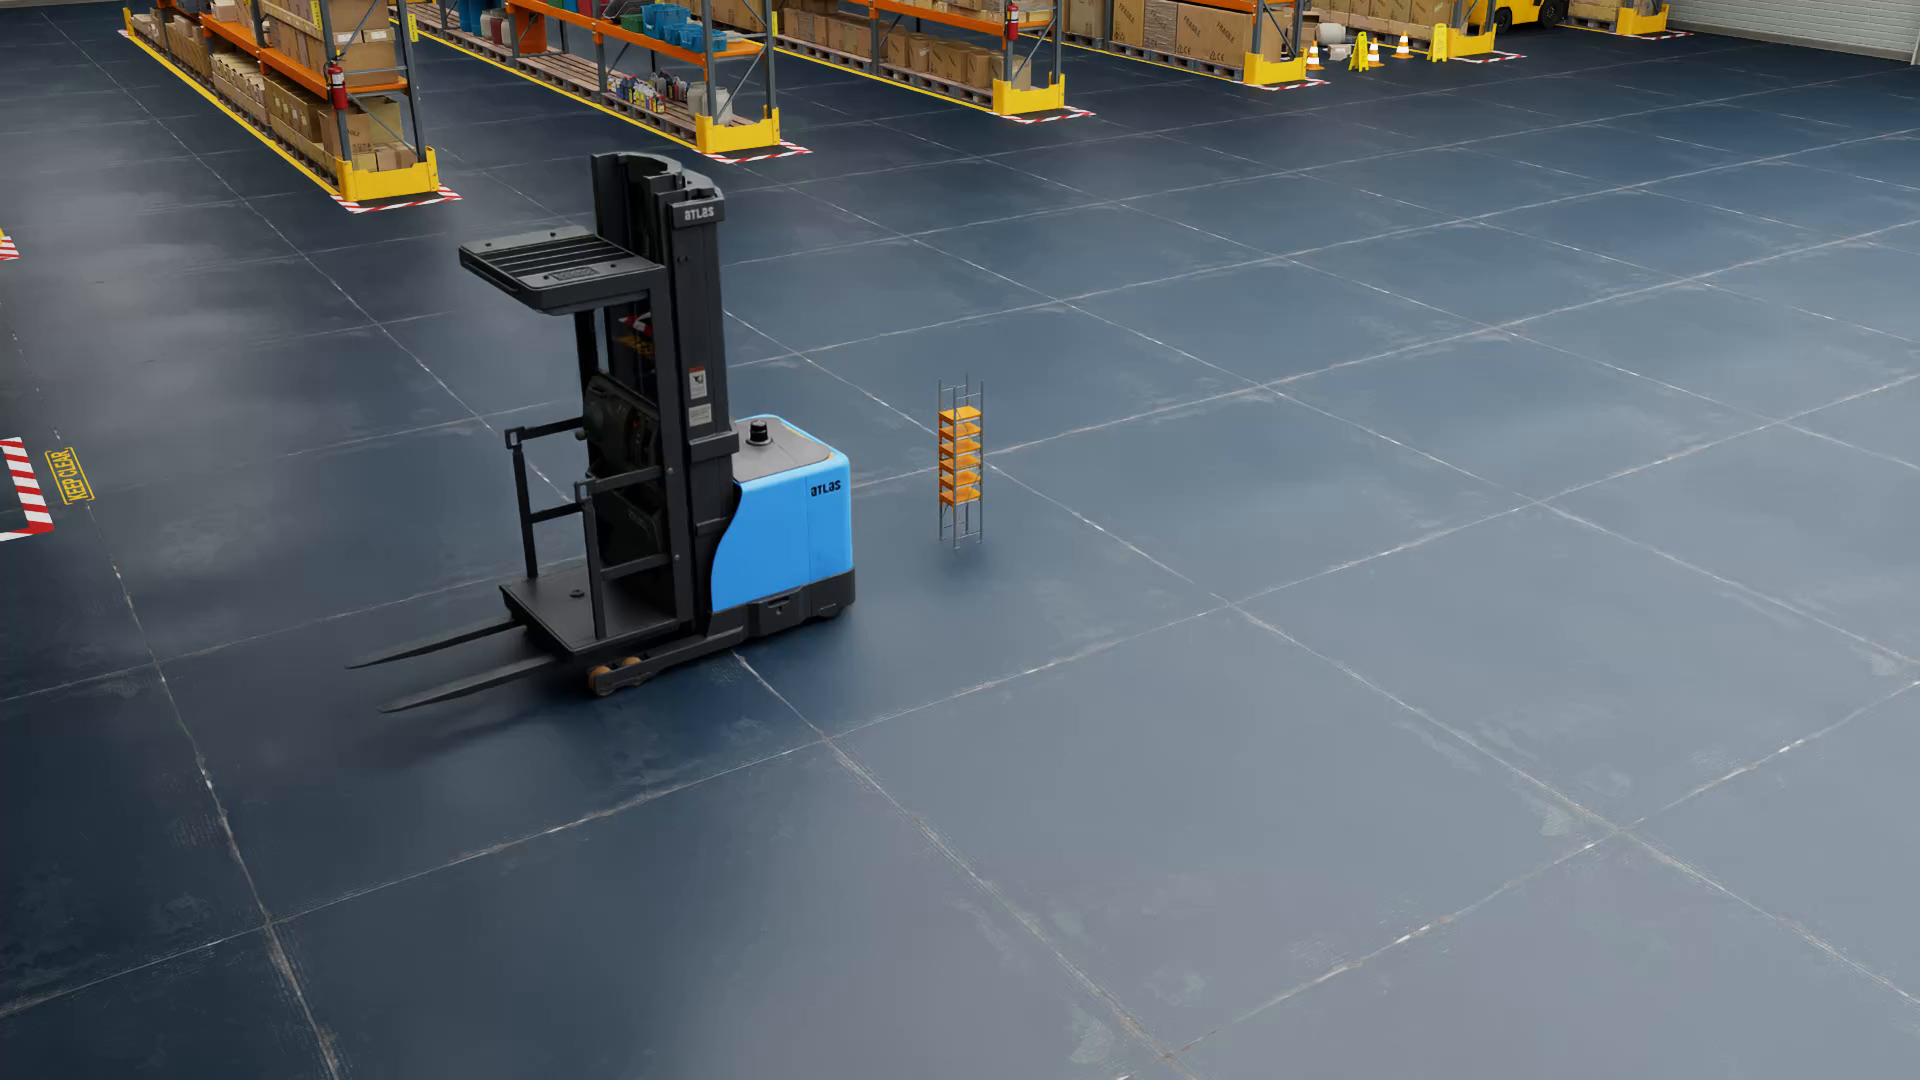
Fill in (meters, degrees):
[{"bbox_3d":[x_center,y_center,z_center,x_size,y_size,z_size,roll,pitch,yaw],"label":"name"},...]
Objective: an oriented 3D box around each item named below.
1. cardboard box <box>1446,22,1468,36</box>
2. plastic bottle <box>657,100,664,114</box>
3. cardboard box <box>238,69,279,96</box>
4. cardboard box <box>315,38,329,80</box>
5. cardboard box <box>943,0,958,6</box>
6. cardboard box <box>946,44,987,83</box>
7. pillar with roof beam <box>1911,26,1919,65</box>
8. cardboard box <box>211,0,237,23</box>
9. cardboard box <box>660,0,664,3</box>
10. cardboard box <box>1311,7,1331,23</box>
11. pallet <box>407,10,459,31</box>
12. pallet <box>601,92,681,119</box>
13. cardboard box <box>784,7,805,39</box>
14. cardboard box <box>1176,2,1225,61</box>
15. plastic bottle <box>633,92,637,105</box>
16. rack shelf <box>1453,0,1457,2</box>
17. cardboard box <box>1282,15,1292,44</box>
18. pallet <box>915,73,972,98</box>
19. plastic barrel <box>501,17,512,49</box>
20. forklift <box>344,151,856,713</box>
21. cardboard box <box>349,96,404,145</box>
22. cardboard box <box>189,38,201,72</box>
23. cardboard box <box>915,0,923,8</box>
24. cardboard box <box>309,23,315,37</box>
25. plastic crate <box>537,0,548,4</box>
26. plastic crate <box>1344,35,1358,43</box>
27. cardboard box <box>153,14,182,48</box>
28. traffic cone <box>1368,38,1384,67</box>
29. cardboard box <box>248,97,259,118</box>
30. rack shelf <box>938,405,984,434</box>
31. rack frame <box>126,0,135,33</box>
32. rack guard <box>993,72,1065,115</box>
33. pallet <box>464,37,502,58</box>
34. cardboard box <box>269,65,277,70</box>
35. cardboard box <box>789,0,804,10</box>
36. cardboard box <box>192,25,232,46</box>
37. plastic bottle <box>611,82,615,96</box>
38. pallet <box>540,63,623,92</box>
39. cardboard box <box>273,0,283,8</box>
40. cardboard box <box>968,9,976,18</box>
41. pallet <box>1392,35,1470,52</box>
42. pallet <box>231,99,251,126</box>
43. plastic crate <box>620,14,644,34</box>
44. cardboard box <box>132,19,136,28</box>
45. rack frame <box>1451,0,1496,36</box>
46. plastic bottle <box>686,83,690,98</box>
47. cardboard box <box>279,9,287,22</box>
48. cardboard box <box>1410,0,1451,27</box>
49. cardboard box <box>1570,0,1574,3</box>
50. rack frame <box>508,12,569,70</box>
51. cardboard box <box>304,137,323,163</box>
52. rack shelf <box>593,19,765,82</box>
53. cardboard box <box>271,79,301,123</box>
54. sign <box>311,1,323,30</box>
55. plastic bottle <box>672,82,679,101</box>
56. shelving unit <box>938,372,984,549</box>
[{"bbox_3d":[9.207,-9.651,31.372,0.500,0.250,0.500,-16,30,-30],"label":"cardboard box"},{"bbox_3d":[-4.407,-6.376,24.468,0.097,0.201,0.097,0,25,0],"label":"plastic bottle"},{"bbox_3d":[-10.394,-6.808,24.691,0.500,0.311,0.500,-16,29,-30],"label":"cardboard box"},{"bbox_3d":[-7.725,-6.137,21.081,0.700,0.500,0.500,-15,29,-28],"label":"cardboard box"},{"bbox_3d":[0.225,-8.765,26.300,0.875,0.500,0.500,-16,29,-30],"label":"cardboard box"},{"bbox_3d":[0.104,-7.763,27.080,0.500,0.500,0.500,-13,28,-25],"label":"cardboard box"},{"bbox_3d":[13.616,-11.533,25.601,9.100,9.000,0.400,-16,29,-30],"label":"pillar with roof beam"},{"bbox_3d":[-11.231,-8.191,25.654,0.500,0.311,0.500,-16,30,-30],"label":"cardboard box"},{"bbox_3d":[-6.223,-12.140,35.912,0.875,0.875,0.875,-16,29,-30],"label":"cardboard box"},{"bbox_3d":[7.328,-10.455,33.075,0.500,0.250,0.500,-17,30,-32],"label":"cardboard box"},{"bbox_3d":[-10.692,-10.610,33.940,1.003,0.211,1.213,-16,29,-30],"label":"pallet"},{"bbox_3d":[-4.890,-6.808,25.886,1.003,0.211,1.213,-16,29,-30],"label":"pallet"},{"bbox_3d":[-2.872,-9.737,31.238,0.700,0.500,0.500,-17,30,-32],"label":"cardboard box"},{"bbox_3d":[4.415,-8.933,29.117,0.875,0.875,0.875,-16,30,-30],"label":"cardboard box"},{"bbox_3d":[-4.890,-6.693,25.138,0.097,0.201,0.097,0,25,0],"label":"plastic bottle"},{"bbox_3d":[8.324,-10.742,31.796,1.077,0.370,4.000,-16,29,-30],"label":"rack shelf"},{"bbox_3d":[5.818,-9.655,31.416,0.797,0.637,0.503,-16,29,-30],"label":"cardboard box"},{"bbox_3d":[-0.005,-7.543,27.444,1.003,0.211,1.213,-16,29,-30],"label":"pallet"},{"bbox_3d":[-8.069,-9.166,30.038,0.421,0.512,0.421,0,25,0],"label":"plastic barrel"},{"bbox_3d":[-2.162,-0.667,9.693,3.031,2.935,1.130,-17,30,-32],"label":"forklift"},{"bbox_3d":[-7.571,-5.443,21.579,0.500,0.500,0.500,-16,29,-30],"label":"cardboard box"},{"bbox_3d":[-12.546,-8.130,27.833,0.500,0.500,0.500,-17,30,-31],"label":"cardboard box"},{"bbox_3d":[-0.503,-8.771,27.073,0.380,0.149,0.250,-16,29,-30],"label":"cardboard box"},{"bbox_3d":[-7.977,-6.441,20.966,0.380,0.149,0.250,-15,29,-29],"label":"cardboard box"},{"bbox_3d":[-6.779,-9.129,27.462,0.402,0.464,0.583,-16,29,-30],"label":"plastic crate"},{"bbox_3d":[7.402,-9.710,32.186,0.583,0.080,0.402,18,31,33],"label":"plastic crate"},{"bbox_3d":[-14.289,-9.233,30.171,0.500,0.500,0.500,-16,29,-30],"label":"cardboard box"},{"bbox_3d":[7.355,-8.677,29.552,0.336,0.463,0.334,-16,29,-30],"label":"traffic cone"},{"bbox_3d":[-10.117,-6.374,24.430,0.500,0.250,0.500,-16,30,-30],"label":"cardboard box"},{"bbox_3d":[0.008,-0.823,11.311,0.258,0.103,0.180,-16,29,-30],"label":"rack shelf"},{"bbox_3d":[-15.924,-11.458,32.470,1.000,3.000,0.127,-16,29,-30],"label":"rack frame"},{"bbox_3d":[1.071,-6.939,25.826,1.175,0.500,0.348,-16,29,-30],"label":"rack guard"},{"bbox_3d":[-8.532,-9.197,30.947,1.003,0.211,1.213,-16,29,-30],"label":"pallet"},{"bbox_3d":[-10.231,-7.121,25.356,0.500,0.311,0.500,-15,29,-28],"label":"cardboard box"},{"bbox_3d":[-2.864,-10.079,31.083,0.500,0.250,0.500,-14,29,-28],"label":"cardboard box"},{"bbox_3d":[-12.299,-8.303,27.322,0.500,0.250,0.500,-14,29,-28],"label":"cardboard box"},{"bbox_3d":[-5.359,-7.000,25.789,0.097,0.201,0.097,0,25,0],"label":"plastic bottle"},{"bbox_3d":[-6.353,-7.766,27.917,1.003,0.211,1.213,-16,29,-30],"label":"pallet"},{"bbox_3d":[-8.849,-7.460,22.364,0.700,0.500,0.500,-16,29,-30],"label":"cardboard box"},{"bbox_3d":[0.345,-8.243,25.953,0.380,0.149,0.250,-16,29,-30],"label":"cardboard box"},{"bbox_3d":[8.960,-9.417,31.413,1.003,0.211,1.213,-16,29,-30],"label":"pallet"},{"bbox_3d":[-10.478,-6.596,25.437,1.003,0.211,1.213,-16,29,-30],"label":"pallet"},{"bbox_3d":[-4.717,-7.672,24.698,0.450,0.188,0.662,-16,29,-30],"label":"plastic crate"},{"bbox_3d":[-15.847,-10.056,32.305,0.380,0.166,0.250,-16,29,-30],"label":"cardboard box"},{"bbox_3d":[9.415,-10.352,30.127,1.000,3.000,0.127,-16,29,-30],"label":"rack frame"},{"bbox_3d":[-4.119,-6.805,25.295,0.097,0.271,0.097,0,25,0],"label":"plastic bottle"},{"bbox_3d":[-8.830,-6.998,22.145,0.380,0.149,0.250,-17,30,-31],"label":"cardboard box"},{"bbox_3d":[8.759,-9.863,30.942,0.500,0.500,0.500,-15,29,-29],"label":"cardboard box"},{"bbox_3d":[12.480,-11.145,33.951,0.500,0.250,0.500,-16,30,-31],"label":"cardboard box"},{"bbox_3d":[-7.405,-9.749,28.851,1.000,3.000,0.127,-16,29,-30],"label":"rack frame"},{"bbox_3d":[-8.288,-5.159,21.856,0.500,0.250,0.500,-16,29,-30],"label":"cardboard box"},{"bbox_3d":[-4.129,-7.278,24.459,1.077,0.370,4.000,-16,29,-30],"label":"rack shelf"},{"bbox_3d":[-9.103,-6.036,22.834,0.500,0.500,0.500,-16,29,-30],"label":"cardboard box"},{"bbox_3d":[-7.652,-6.244,19.792,0.100,0.325,0.005,-16,29,-30],"label":"sign"},{"bbox_3d":[-4.351,-6.858,25.392,0.061,0.283,0.133,-16,29,-30],"label":"plastic bottle"},{"bbox_3d":[0.008,-0.537,11.445,0.258,1.200,0.189,-16,29,-30],"label":"shelving unit"}]
